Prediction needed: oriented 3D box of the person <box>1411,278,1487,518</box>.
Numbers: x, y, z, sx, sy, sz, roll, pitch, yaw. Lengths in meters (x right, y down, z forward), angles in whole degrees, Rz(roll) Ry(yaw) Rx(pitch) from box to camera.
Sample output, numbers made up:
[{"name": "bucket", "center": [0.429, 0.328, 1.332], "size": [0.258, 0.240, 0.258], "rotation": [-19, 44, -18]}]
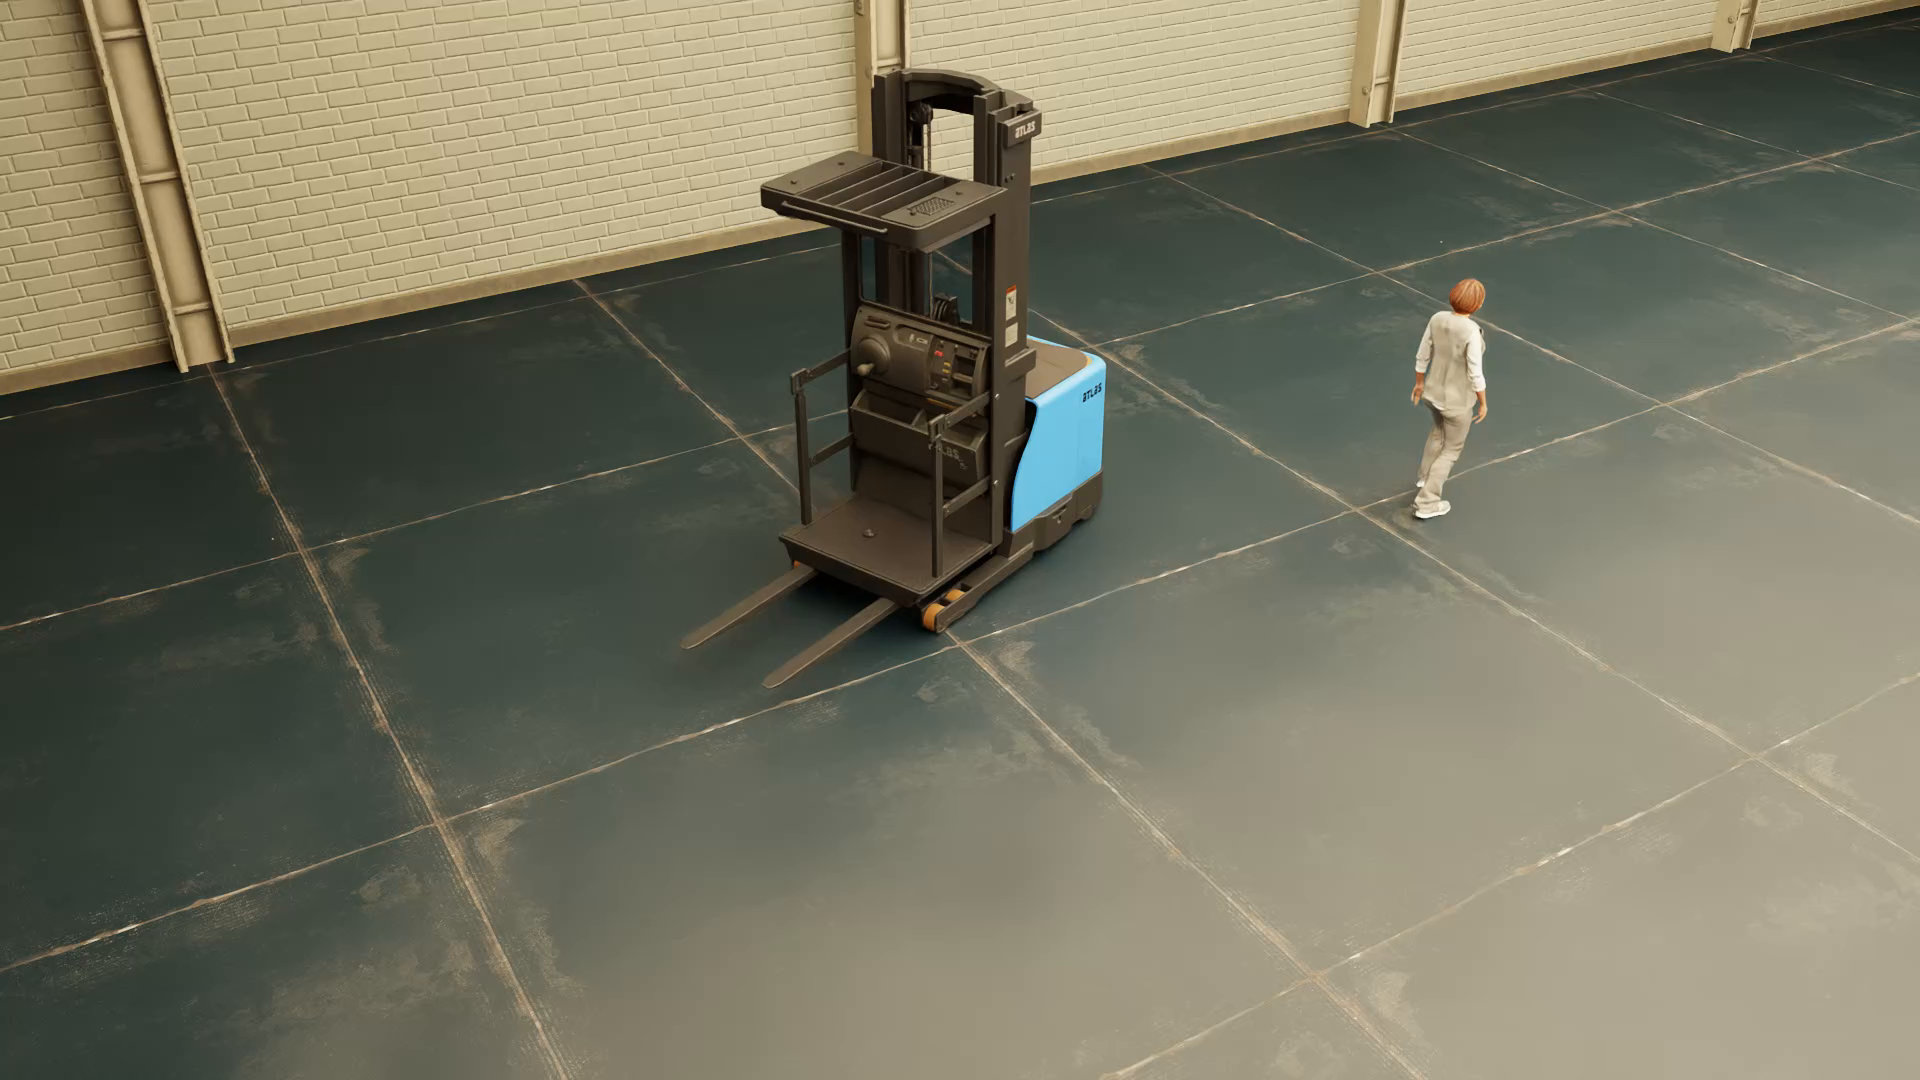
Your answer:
[{"name": "person", "center": [3.105, -0.883, 10.488], "size": [0.488, 1.628, 0.510], "rotation": [-17, 35, -26]}]

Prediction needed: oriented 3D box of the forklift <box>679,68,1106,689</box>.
[{"name": "forklift", "center": [-0.365, -1.007, 9.329], "size": [1.130, 2.935, 3.031], "rotation": [21, 37, 31]}]
